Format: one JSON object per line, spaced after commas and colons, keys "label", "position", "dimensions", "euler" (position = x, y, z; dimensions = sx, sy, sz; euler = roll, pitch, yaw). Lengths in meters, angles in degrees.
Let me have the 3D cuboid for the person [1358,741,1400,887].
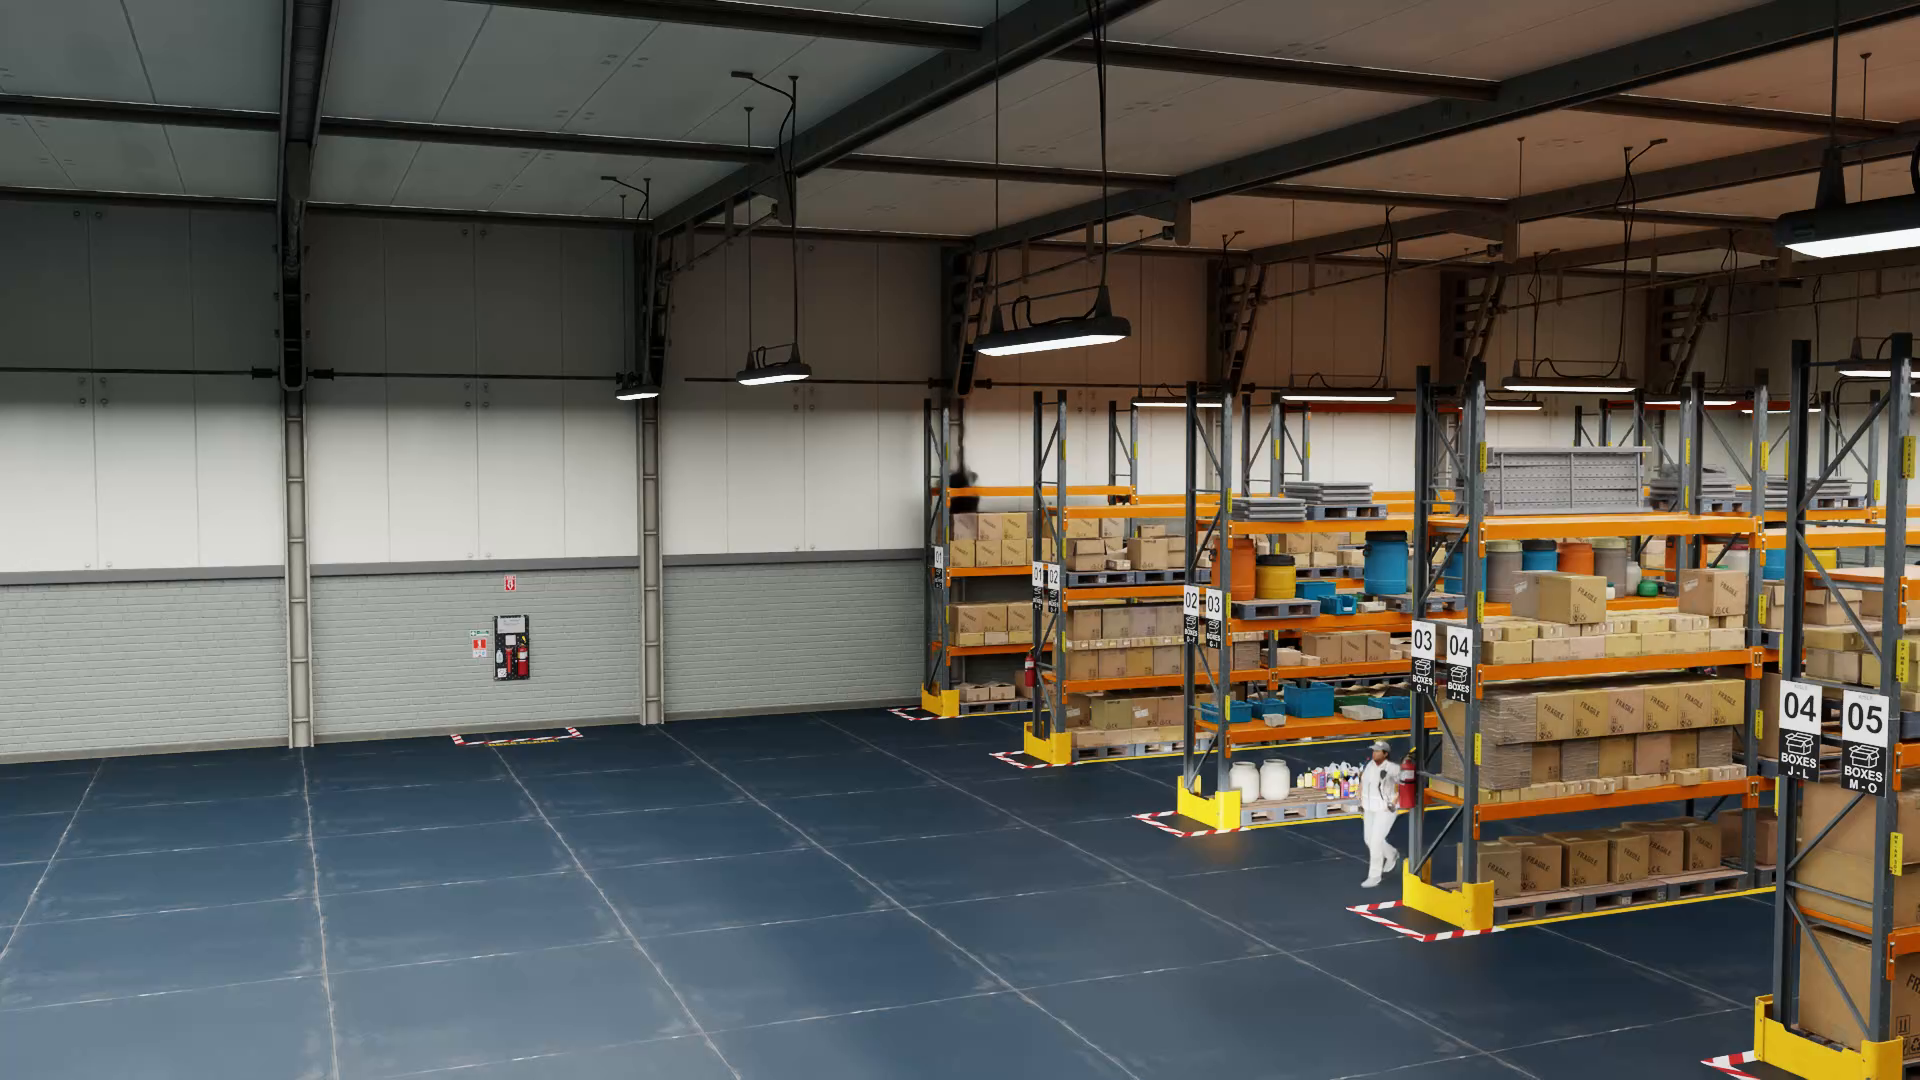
{"label": "person", "position": [4.955, 3.201, 19.557], "dimensions": [0.757, 1.700, 0.609], "euler": [-2, 4, -31]}
